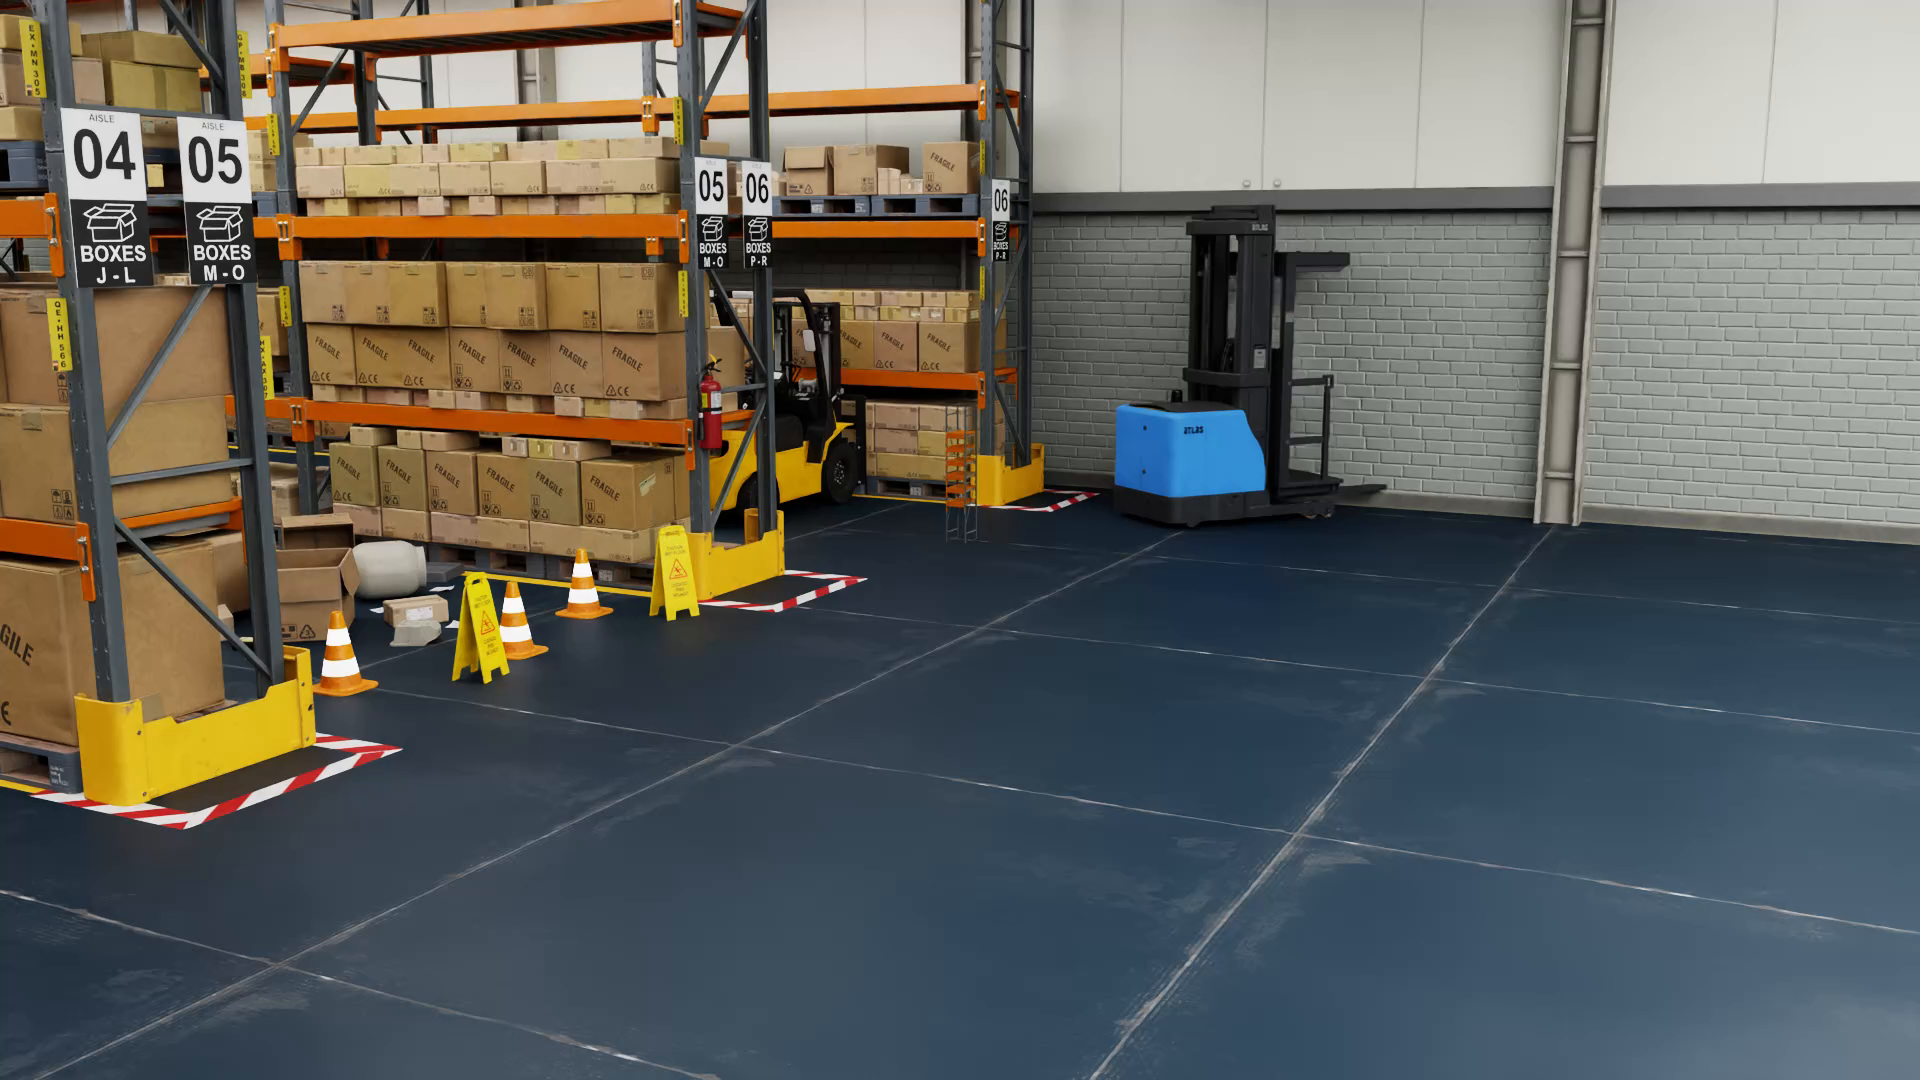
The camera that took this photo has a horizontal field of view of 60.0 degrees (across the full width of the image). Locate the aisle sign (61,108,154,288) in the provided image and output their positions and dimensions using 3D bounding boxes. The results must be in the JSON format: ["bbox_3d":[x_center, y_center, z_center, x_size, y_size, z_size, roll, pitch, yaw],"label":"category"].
[{"bbox_3d":[-3.888,-1.554,7.595,0.004,0.787,0.394,5,11,26],"label":"aisle sign"}]

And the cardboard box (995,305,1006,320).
[{"bbox_3d":[0.284,-2.356,17.226,0.250,0.149,0.380,5,11,24],"label":"cardboard box"}]

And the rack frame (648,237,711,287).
[{"bbox_3d":[-3.114,-2.235,18.657,0.127,3.000,1.000,5,11,26],"label":"rack frame"}]

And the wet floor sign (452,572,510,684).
[{"bbox_3d":[-2.917,0.516,10.066,0.232,0.644,0.267,3,11,16],"label":"wet floor sign"}]

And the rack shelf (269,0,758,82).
[{"bbox_3d":[-3.513,-3.881,12.935,4.000,0.370,1.077,5,11,26],"label":"rack shelf"}]

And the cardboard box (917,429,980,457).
[{"bbox_3d":[-0.101,-1.008,17.015,0.500,0.250,0.500,5,11,25],"label":"cardboard box"}]

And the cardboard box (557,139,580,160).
[{"bbox_3d":[-2.809,-2.923,12.502,0.250,0.149,0.380,5,11,26],"label":"cardboard box"}]

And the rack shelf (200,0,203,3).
[{"bbox_3d":[-5.613,-2.887,8.558,4.000,0.370,1.077,5,11,26],"label":"rack shelf"}]

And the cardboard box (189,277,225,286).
[{"bbox_3d":[-6.444,-2.216,14.435,0.250,0.149,0.380,5,11,24],"label":"cardboard box"}]

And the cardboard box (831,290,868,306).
[{"bbox_3d":[-1.130,-2.514,17.260,0.250,0.149,0.380,5,12,27],"label":"cardboard box"}]

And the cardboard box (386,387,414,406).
[{"bbox_3d":[-4.458,-1.190,13.586,0.250,0.149,0.380,5,12,28],"label":"cardboard box"}]

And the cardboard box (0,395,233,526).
[{"bbox_3d":[-4.172,-0.424,8.230,0.550,0.550,0.875,5,11,26],"label":"cardboard box"}]

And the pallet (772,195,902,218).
[{"bbox_3d":[-1.247,-3.508,17.517,1.213,0.211,1.003,5,11,26],"label":"pallet"}]

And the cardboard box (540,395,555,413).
[{"bbox_3d":[-3.058,-1.083,12.994,0.250,0.149,0.380,5,11,27],"label":"cardboard box"}]

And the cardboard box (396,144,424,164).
[{"bbox_3d":[-4.221,-3.035,13.123,0.250,0.149,0.380,5,11,24],"label":"cardboard box"}]

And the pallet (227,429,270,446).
[{"bbox_3d":[-9.542,-1.435,22.068,1.213,0.211,1.003,5,11,26],"label":"pallet"}]

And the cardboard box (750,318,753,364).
[{"bbox_3d":[-1.902,-2.130,17.793,0.500,0.500,0.500,5,11,25],"label":"cardboard box"}]

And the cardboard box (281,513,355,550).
[{"bbox_3d":[-4.948,0.088,12.831,0.500,0.500,0.500,-4,11,-23],"label":"cardboard box"}]

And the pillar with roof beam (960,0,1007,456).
[{"bbox_3d":[-1.657,-4.383,13.681,0.400,9.000,9.100,5,11,26],"label":"pillar with roof beam"}]

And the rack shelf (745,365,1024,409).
[{"bbox_3d":[-1.320,-1.724,17.851,4.000,0.370,1.077,5,11,26],"label":"rack shelf"}]

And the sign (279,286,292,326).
[{"bbox_3d":[-5.549,-1.923,13.681,0.005,0.325,0.100,5,11,26],"label":"sign"}]

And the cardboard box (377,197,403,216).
[{"bbox_3d":[-4.447,-2.673,13.361,0.250,0.149,0.380,5,12,28],"label":"cardboard box"}]

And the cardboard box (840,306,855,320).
[{"bbox_3d":[-1.123,-2.368,17.290,0.250,0.149,0.380,5,11,26],"label":"cardboard box"}]

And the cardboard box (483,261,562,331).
[{"bbox_3d":[-3.228,-1.885,12.797,0.500,0.500,0.700,5,11,25],"label":"cardboard box"}]

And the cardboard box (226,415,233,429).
[{"bbox_3d":[-9.472,-1.728,21.693,0.500,0.500,0.500,5,11,25],"label":"cardboard box"}]

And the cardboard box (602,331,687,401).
[{"bbox_3d":[-2.328,-1.321,12.492,0.500,0.500,0.500,5,11,25],"label":"cardboard box"}]

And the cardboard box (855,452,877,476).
[{"bbox_3d":[-0.974,-0.842,17.500,0.500,0.250,0.500,5,11,26],"label":"cardboard box"}]

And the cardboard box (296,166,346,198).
[{"bbox_3d":[-5.033,-2.912,13.562,0.500,0.250,0.500,5,11,25],"label":"cardboard box"}]

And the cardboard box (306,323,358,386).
[{"bbox_3d":[-5.035,-1.558,13.803,0.500,0.500,0.500,5,11,26],"label":"cardboard box"}]

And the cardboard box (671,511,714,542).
[{"bbox_3d":[-2.320,-0.088,13.337,0.500,0.250,0.500,5,11,25],"label":"cardboard box"}]

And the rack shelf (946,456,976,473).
[{"bbox_3d":[0.013,-0.664,14.604,0.180,0.103,0.258,5,11,26],"label":"rack shelf"}]

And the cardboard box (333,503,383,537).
[{"bbox_3d":[-4.897,-0.206,13.988,0.500,0.250,0.500,4,11,23],"label":"cardboard box"}]

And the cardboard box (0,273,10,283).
[{"bbox_3d":[-9.473,-2.297,15.913,0.500,0.500,0.500,5,11,24],"label":"cardboard box"}]

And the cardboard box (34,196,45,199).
[{"bbox_3d":[-8.048,-3.206,15.320,0.500,0.500,0.700,5,11,26],"label":"cardboard box"}]

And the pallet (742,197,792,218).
[{"bbox_3d":[-2.337,-3.604,18.050,1.213,0.211,1.003,5,11,26],"label":"pallet"}]

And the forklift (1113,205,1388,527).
[{"bbox_3d":[3.016,-1.721,16.008,3.031,2.935,1.130,-5,12,-27],"label":"forklift"}]

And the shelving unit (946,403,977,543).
[{"bbox_3d":[0.013,-0.589,14.617,0.189,1.200,0.258,5,11,26],"label":"shelving unit"}]

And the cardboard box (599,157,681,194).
[{"bbox_3d":[-2.298,-2.673,12.239,0.500,0.250,0.500,5,11,25],"label":"cardboard box"}]

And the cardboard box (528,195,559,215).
[{"bbox_3d":[-3.066,-2.546,12.659,0.250,0.149,0.380,5,11,25],"label":"cardboard box"}]

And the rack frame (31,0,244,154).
[{"bbox_3d":[-3.819,-3.280,7.587,0.127,3.000,1.000,5,11,26],"label":"rack frame"}]

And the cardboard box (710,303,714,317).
[{"bbox_3d":[-2.711,-2.516,18.108,0.250,0.149,0.380,5,12,27],"label":"cardboard box"}]

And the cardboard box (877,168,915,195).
[{"bbox_3d":[-0.631,-3.622,16.817,0.258,0.266,0.396,5,11,26],"label":"cardboard box"}]

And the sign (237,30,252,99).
[{"bbox_3d":[-3.568,-2.362,8.257,0.005,0.325,0.100,5,11,26],"label":"sign"}]

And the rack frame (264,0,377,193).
[{"bbox_3d":[-5.307,-4.394,13.741,0.127,3.000,1.000,5,11,26],"label":"rack frame"}]

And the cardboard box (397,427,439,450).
[{"bbox_3d":[-4.350,-0.835,13.534,0.250,0.149,0.380,6,12,28],"label":"cardboard box"}]

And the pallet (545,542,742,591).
[{"bbox_3d":[-2.500,0.170,13.200,1.213,0.211,1.003,5,11,26],"label":"pallet"}]

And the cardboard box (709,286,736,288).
[{"bbox_3d":[-2.694,-2.773,18.692,0.250,0.149,0.380,5,11,26],"label":"cardboard box"}]

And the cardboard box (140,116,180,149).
[{"bbox_3d":[-3.985,-2.015,8.263,0.250,0.149,0.380,5,11,26],"label":"cardboard box"}]

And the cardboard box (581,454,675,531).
[{"bbox_3d":[-2.553,-0.371,12.793,0.500,0.500,0.500,5,11,26],"label":"cardboard box"}]
